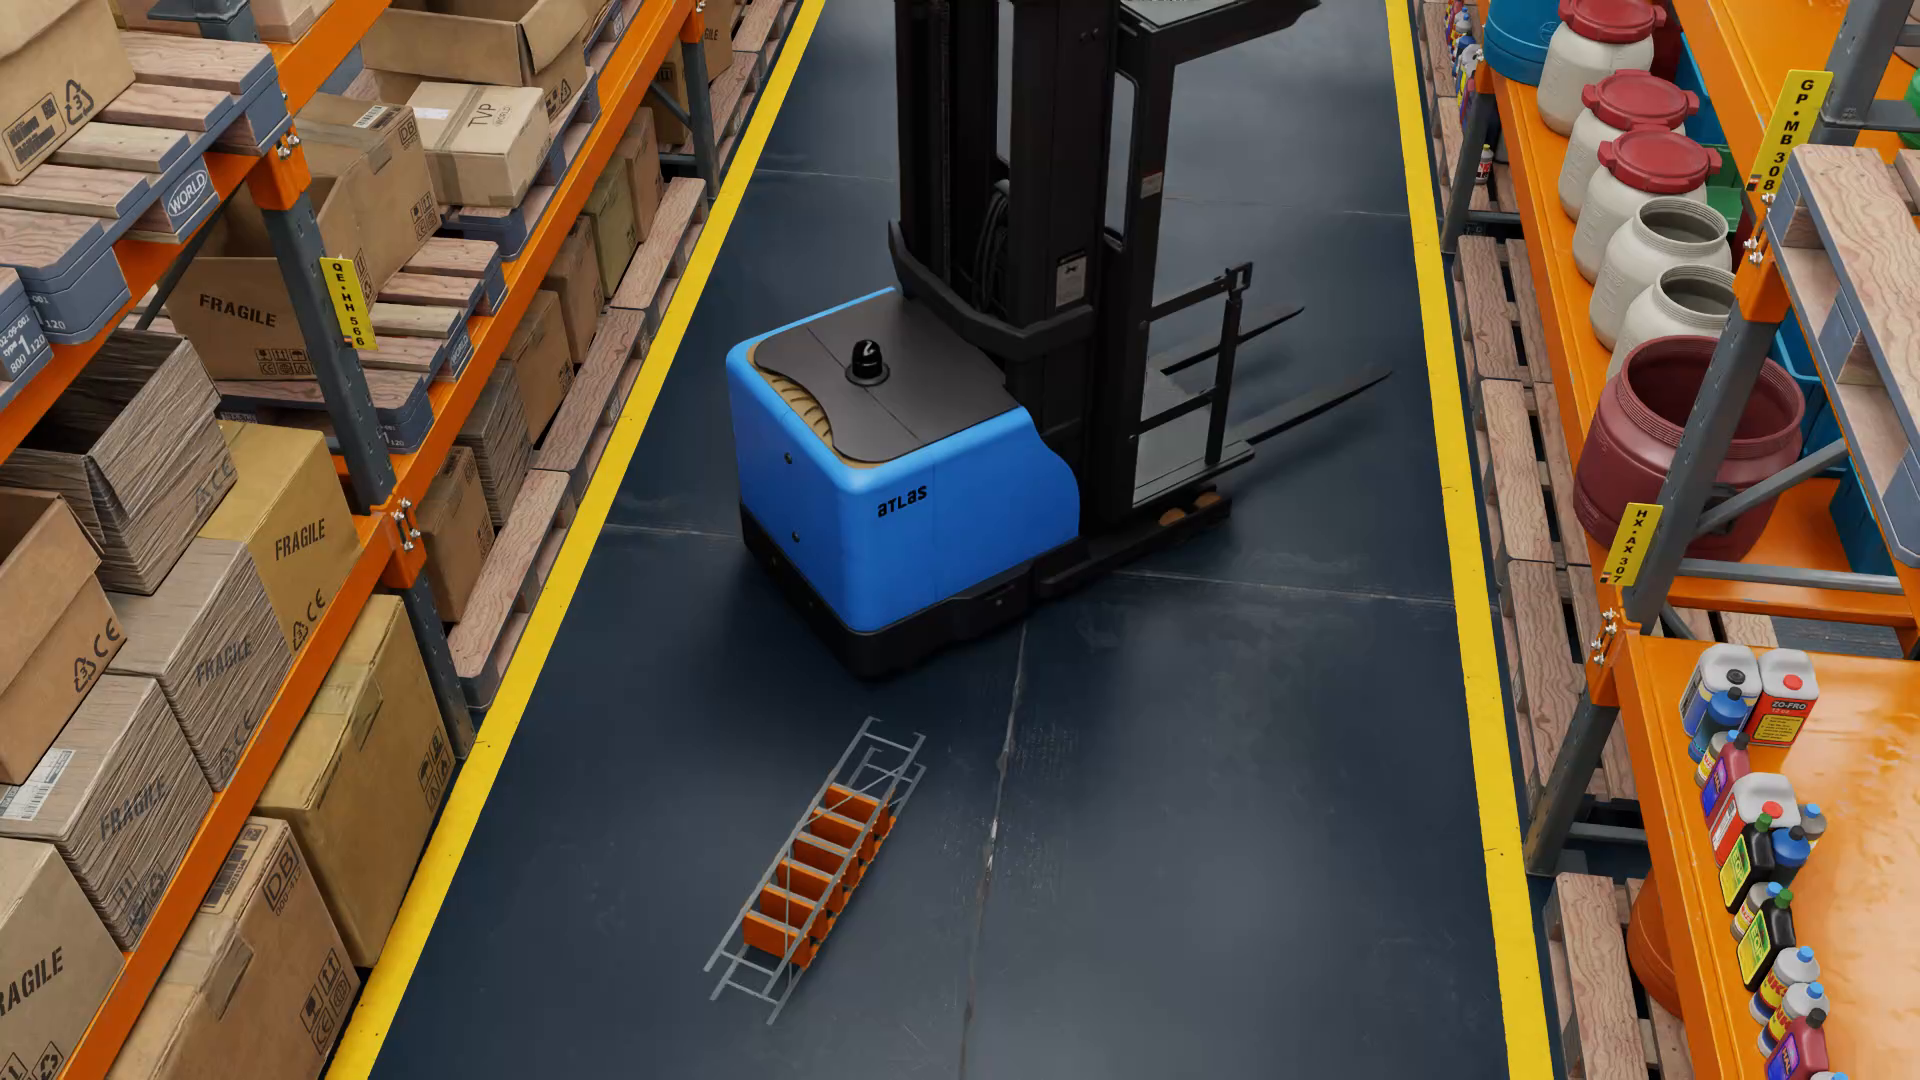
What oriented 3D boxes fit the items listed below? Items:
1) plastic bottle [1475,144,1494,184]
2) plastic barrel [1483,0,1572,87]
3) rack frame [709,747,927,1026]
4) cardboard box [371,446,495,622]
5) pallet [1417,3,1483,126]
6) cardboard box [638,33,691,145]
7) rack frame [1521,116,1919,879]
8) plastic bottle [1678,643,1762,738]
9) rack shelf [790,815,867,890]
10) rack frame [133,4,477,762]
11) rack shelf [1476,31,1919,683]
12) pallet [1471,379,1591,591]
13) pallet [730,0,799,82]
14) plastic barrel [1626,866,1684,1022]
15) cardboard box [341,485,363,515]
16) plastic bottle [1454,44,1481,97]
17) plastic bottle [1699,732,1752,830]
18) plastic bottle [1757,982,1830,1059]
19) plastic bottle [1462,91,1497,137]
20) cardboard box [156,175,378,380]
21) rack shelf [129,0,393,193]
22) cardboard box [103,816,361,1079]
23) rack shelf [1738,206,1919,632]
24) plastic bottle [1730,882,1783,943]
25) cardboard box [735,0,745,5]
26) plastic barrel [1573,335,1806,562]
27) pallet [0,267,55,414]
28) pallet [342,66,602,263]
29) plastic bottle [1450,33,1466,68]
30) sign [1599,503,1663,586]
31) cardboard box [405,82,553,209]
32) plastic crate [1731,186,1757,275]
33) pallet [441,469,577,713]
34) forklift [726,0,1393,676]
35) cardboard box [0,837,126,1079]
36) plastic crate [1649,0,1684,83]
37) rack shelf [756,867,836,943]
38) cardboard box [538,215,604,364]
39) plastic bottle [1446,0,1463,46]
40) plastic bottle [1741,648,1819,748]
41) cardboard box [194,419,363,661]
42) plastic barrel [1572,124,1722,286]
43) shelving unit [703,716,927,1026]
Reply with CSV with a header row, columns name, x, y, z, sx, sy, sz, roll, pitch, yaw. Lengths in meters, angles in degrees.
name,x,y,z,sx,sy,sz,roll,pitch,yaw
plastic bottle,2.803,-2.025,8.922,0.097,0.201,0.097,0,43,0
plastic barrel,2.713,-2.552,7.399,0.600,0.901,0.708,5,44,6
rack frame,-0.486,1.207,5.965,0.240,0.006,1.200,18,47,18
cardboard box,-2.306,-0.041,6.609,0.700,0.500,0.500,3,44,3
pallet,3.353,-2.881,10.139,1.003,0.211,1.213,5,44,6
cardboard box,-1.753,-2.570,9.295,0.500,0.500,0.500,4,44,4
rack frame,2.535,0.120,4.941,1.000,3.000,0.127,5,44,6
plastic bottle,2.157,0.431,4.704,0.152,0.276,0.135,5,44,6
rack shelf,-0.467,1.113,5.931,0.258,0.180,0.103,18,47,18
rack frame,-2.374,-0.330,5.417,1.000,3.000,0.127,5,44,6
rack shelf,2.799,-0.982,6.628,1.077,0.370,4.000,5,44,6
pallet,2.840,-0.221,7.330,1.003,0.211,1.213,5,44,6
pallet,-1.633,-3.338,10.622,1.003,0.211,1.213,5,44,6
plastic barrel,2.487,1.091,5.189,0.600,0.830,0.708,5,44,6
cardboard box,-2.316,-0.314,6.352,0.500,0.250,0.500,7,44,7
plastic bottle,2.957,-2.703,9.584,0.152,0.276,0.135,6,44,6
plastic bottle,2.069,0.648,4.469,0.061,0.283,0.133,5,44,6
plastic bottle,1.993,1.139,3.959,0.097,0.271,0.097,0,43,0
plastic bottle,2.889,-2.400,9.209,0.144,0.351,0.185,3,44,3
cardboard box,-2.343,-0.890,5.631,0.500,0.500,0.500,0,43,0
rack shelf,-2.110,-2.521,6.072,1.077,0.370,4.000,5,44,6
cardboard box,-2.612,1.364,4.867,1.225,0.875,0.875,5,44,6
rack shelf,2.271,0.655,2.718,1.077,0.370,4.000,5,44,6
plastic bottle,2.036,0.941,4.219,0.097,0.201,0.097,0,43,0
cardboard box,-1.563,-3.768,10.560,0.500,0.500,0.500,9,44,9
plastic barrel,2.296,-0.273,5.258,0.600,0.536,0.708,5,44,6
pallet,-2.552,-0.145,3.177,1.003,0.211,1.213,7,44,7
pallet,-2.153,-1.613,6.912,1.003,0.211,1.213,5,44,6
plastic bottle,2.972,-2.899,9.845,0.097,0.201,0.097,0,43,0
sign,1.989,0.016,4.933,0.100,0.325,0.005,5,44,6
cardboard box,-1.925,-1.549,6.508,0.500,0.250,0.500,4,44,4
plastic crate,3.052,-0.977,6.053,0.402,0.464,0.583,5,44,6
pallet,-2.270,0.150,6.938,1.003,0.211,1.213,5,44,6
forklift,0.581,-1.318,6.510,3.031,2.935,1.130,-24,49,-24
cardboard box,-2.399,1.033,3.905,0.500,0.500,0.500,6,44,6
plastic crate,3.303,-2.271,7.421,0.402,0.464,0.583,5,44,6
rack shelf,-0.568,1.264,5.774,0.258,0.180,0.103,18,47,18
cardboard box,-2.103,-1.187,7.820,0.700,0.500,0.500,2,43,2
plastic bottle,2.996,-3.145,10.046,0.061,0.283,0.133,6,44,6
plastic bottle,2.308,0.445,4.689,0.152,0.276,0.135,5,44,6
cardboard box,-2.194,-0.008,5.004,0.500,0.500,0.500,6,44,7
plastic barrel,2.566,-1.228,6.267,0.433,0.535,0.433,0,43,0
shelving unit,-0.486,1.141,5.902,0.258,0.189,1.200,18,47,18
